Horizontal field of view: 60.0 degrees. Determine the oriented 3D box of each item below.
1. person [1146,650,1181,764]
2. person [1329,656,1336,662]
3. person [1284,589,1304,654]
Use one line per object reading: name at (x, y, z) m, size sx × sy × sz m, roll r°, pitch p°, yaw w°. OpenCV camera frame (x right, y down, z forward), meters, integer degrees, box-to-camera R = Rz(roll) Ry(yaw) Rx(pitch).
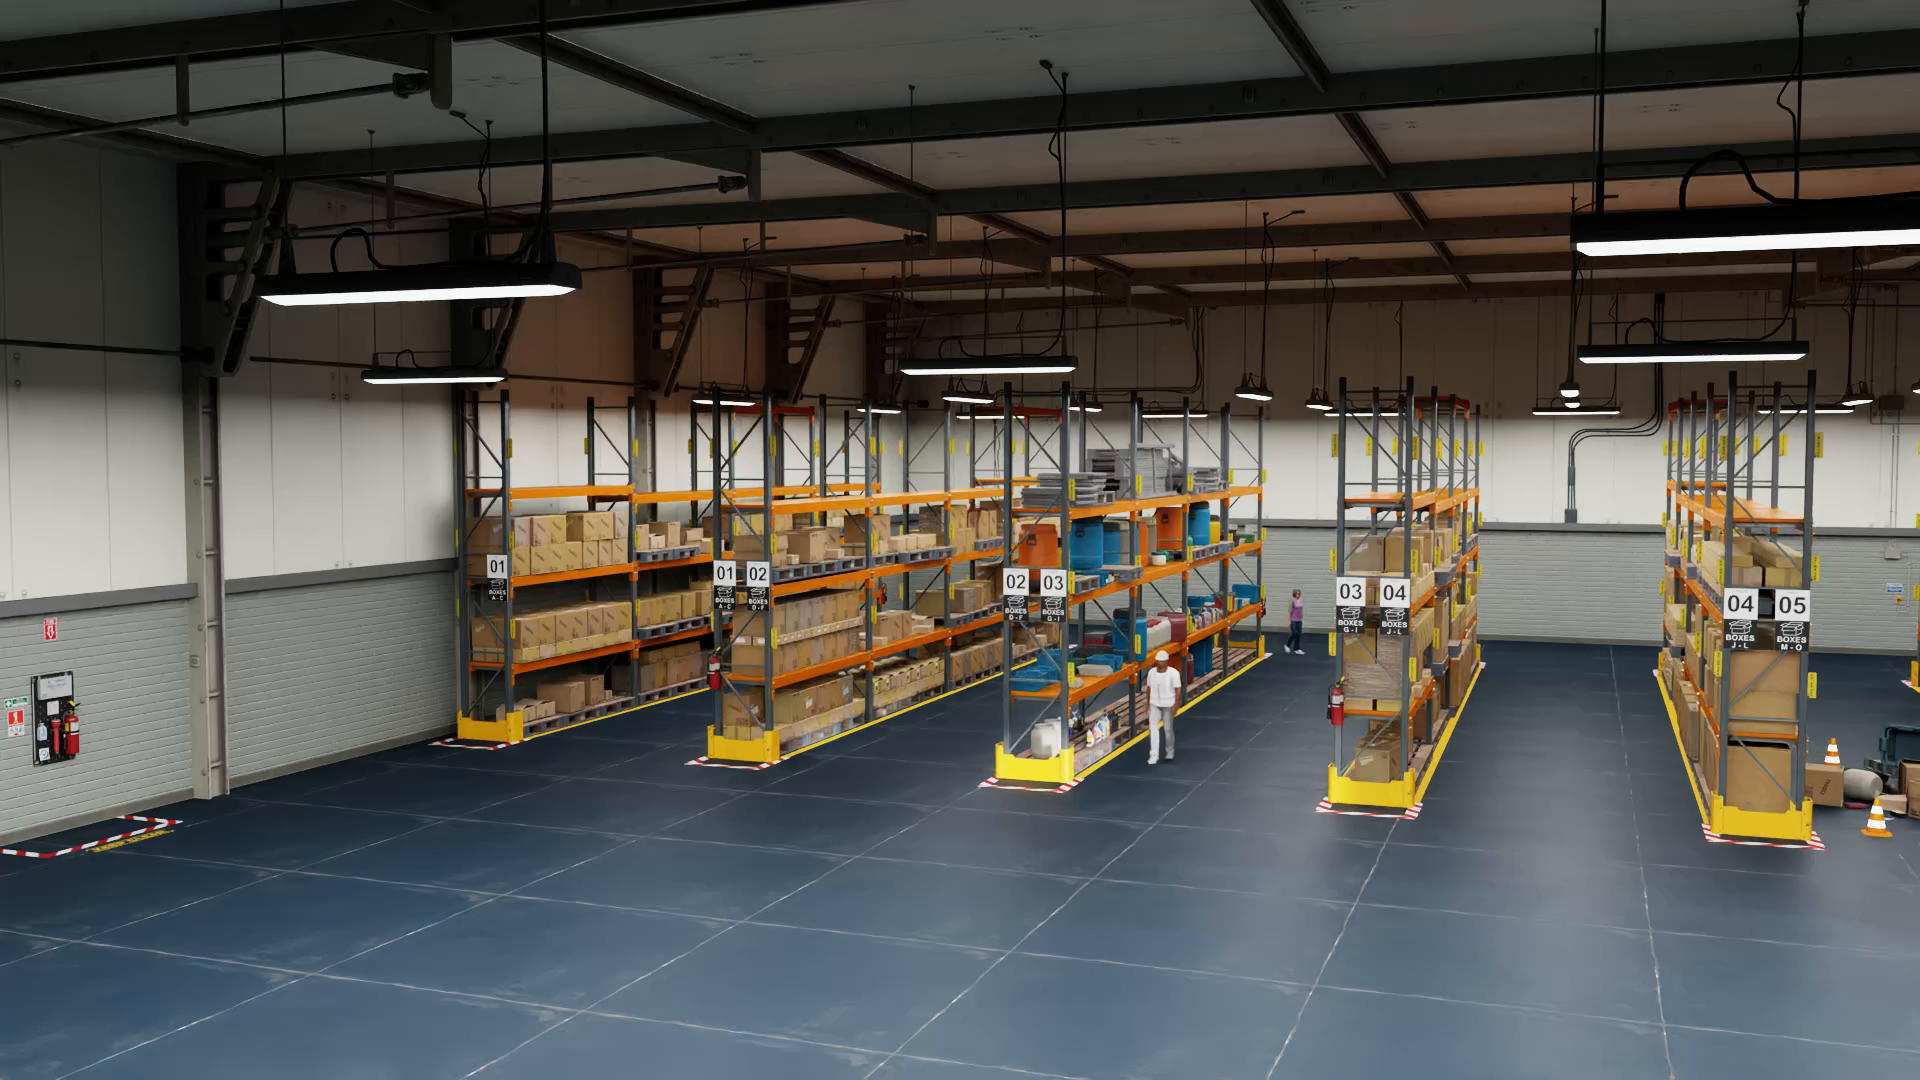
person at (3.224, 2.662, 26.601) m, size 0.640 × 1.796 × 0.623 m, roll 2°, pitch 4°, yaw 30°
person at (9.023, 2.040, 38.638) m, size 0.447 × 1.655 × 0.860 m, roll -2°, pitch 4°, yaw -31°
person at (8.139, 1.977, 40.409) m, size 0.461 × 1.602 × 0.420 m, roll -2°, pitch 4°, yaw -33°
